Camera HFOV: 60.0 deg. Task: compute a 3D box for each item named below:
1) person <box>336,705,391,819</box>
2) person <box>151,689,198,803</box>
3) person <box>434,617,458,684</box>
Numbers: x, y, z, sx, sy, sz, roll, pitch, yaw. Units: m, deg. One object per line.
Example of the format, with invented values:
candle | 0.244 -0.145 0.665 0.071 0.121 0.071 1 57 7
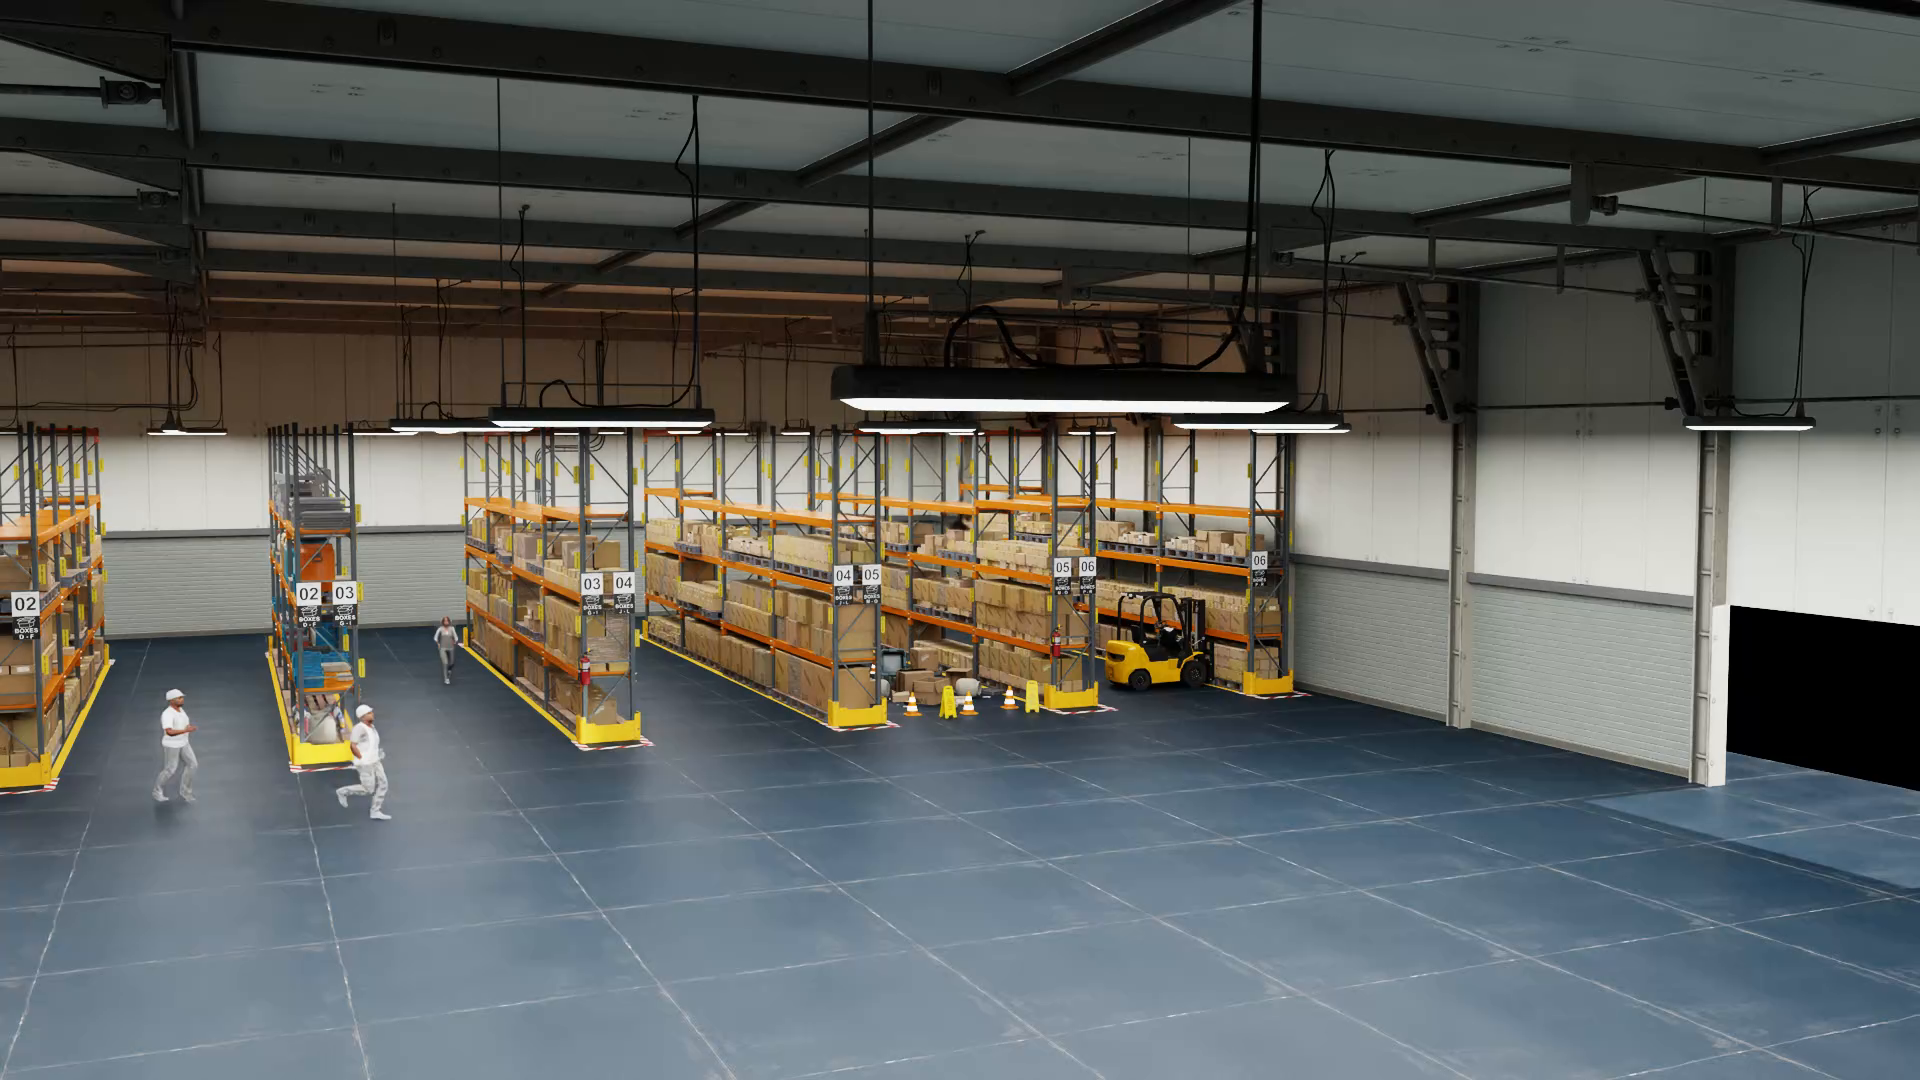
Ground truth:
person | -8.963 3.343 24.989 0.769 1.739 0.683 0 3 3
person | -12.271 3.253 26.020 0.769 1.838 0.701 0 3 3
person | -12.046 2.570 38.973 0.539 1.542 0.622 -2 4 -24
